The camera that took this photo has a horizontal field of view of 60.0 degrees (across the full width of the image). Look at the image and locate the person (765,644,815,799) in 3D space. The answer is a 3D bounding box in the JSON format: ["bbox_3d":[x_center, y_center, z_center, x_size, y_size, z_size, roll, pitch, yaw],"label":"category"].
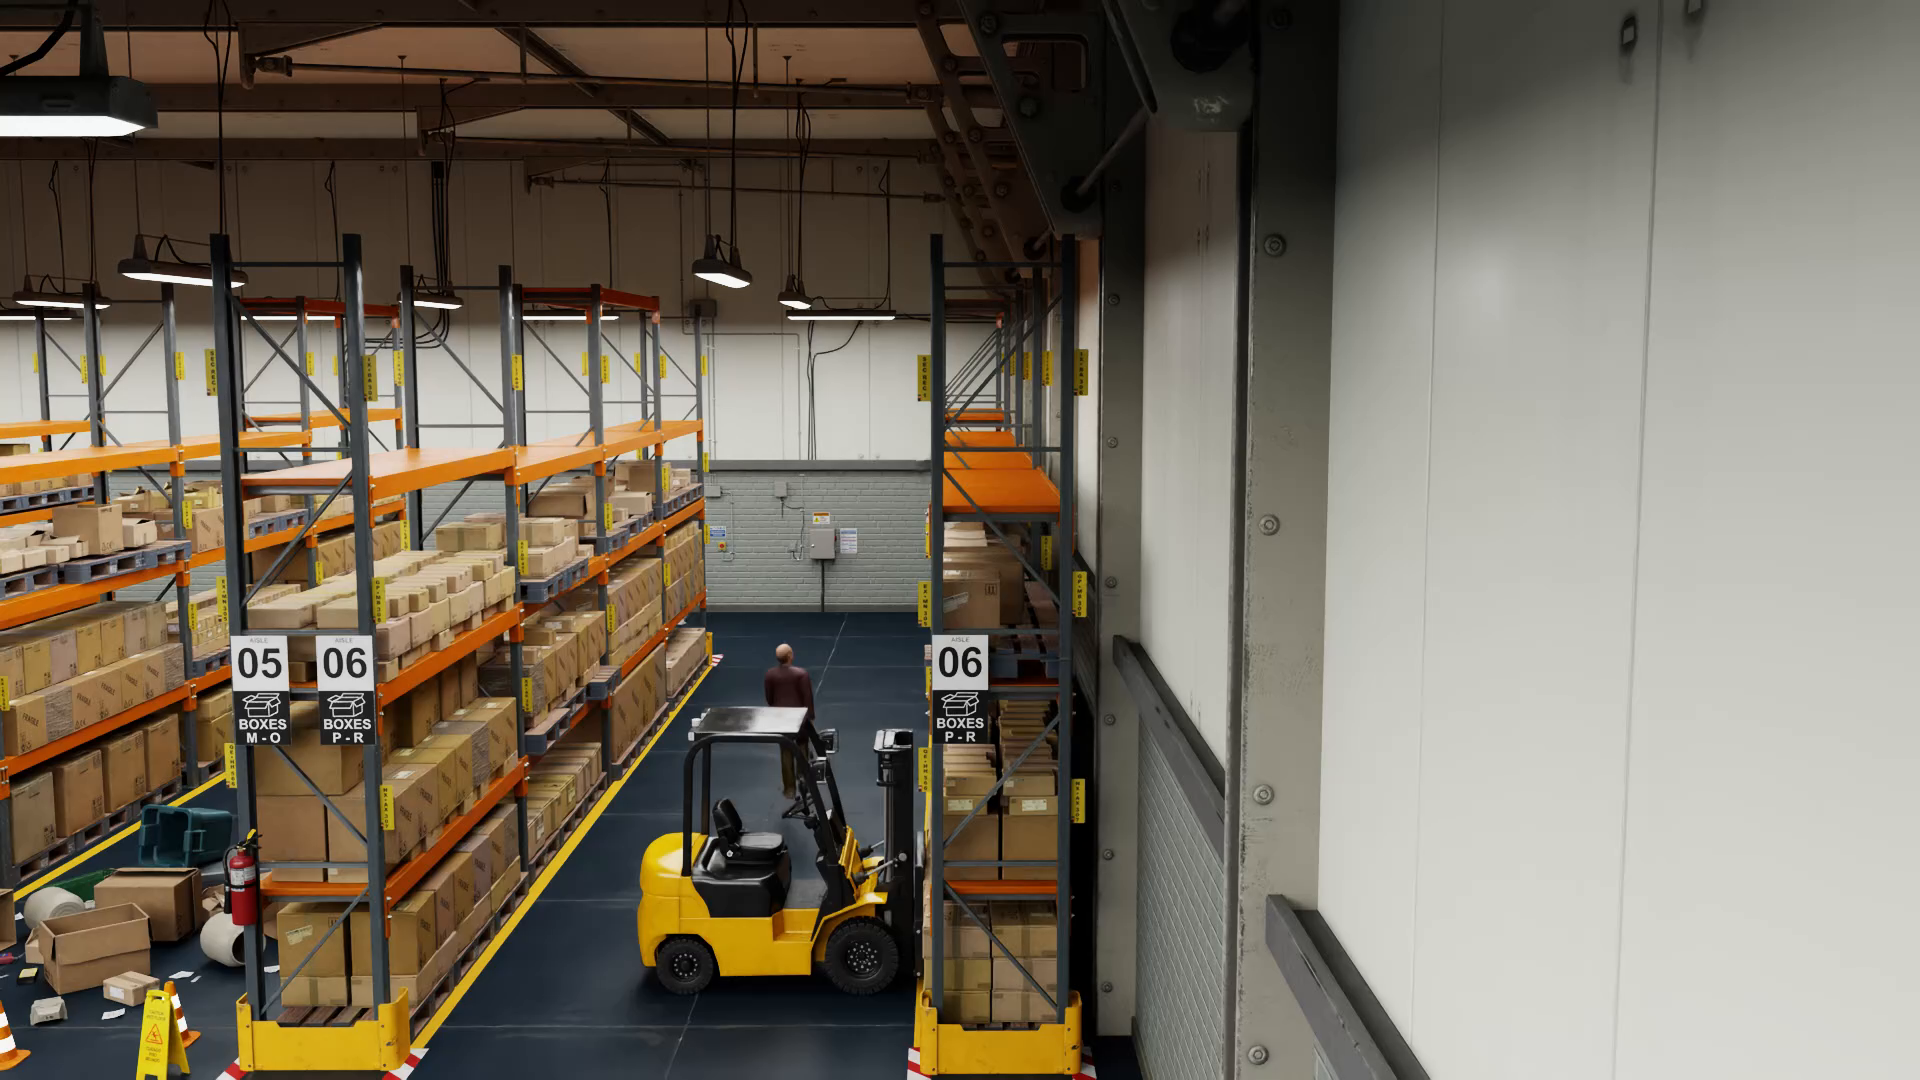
[{"bbox_3d":[-1.945,2.063,18.987,0.566,1.811,0.662,-1,6,-11],"label":"person"}]

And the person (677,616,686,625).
[{"bbox_3d":[-5.460,0.861,32.098,0.480,1.638,0.341,3,7,23],"label":"person"}]
